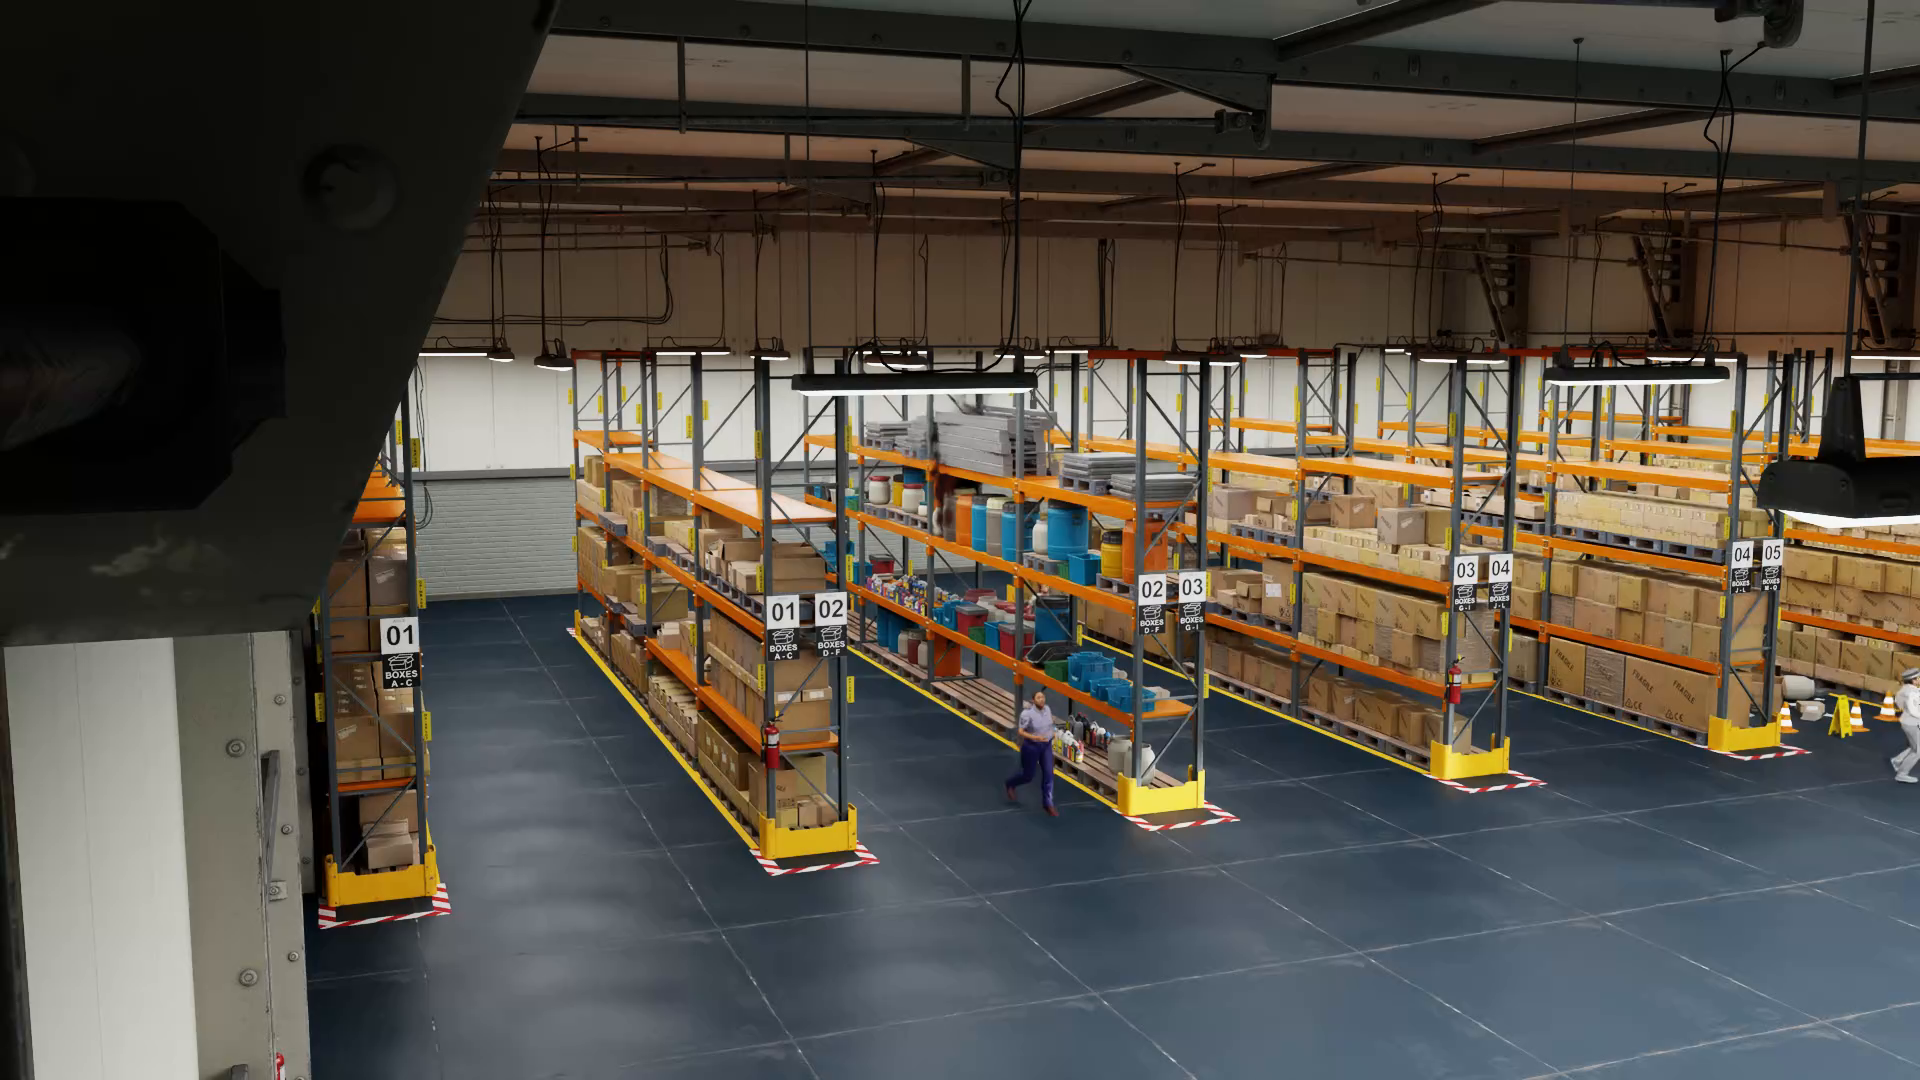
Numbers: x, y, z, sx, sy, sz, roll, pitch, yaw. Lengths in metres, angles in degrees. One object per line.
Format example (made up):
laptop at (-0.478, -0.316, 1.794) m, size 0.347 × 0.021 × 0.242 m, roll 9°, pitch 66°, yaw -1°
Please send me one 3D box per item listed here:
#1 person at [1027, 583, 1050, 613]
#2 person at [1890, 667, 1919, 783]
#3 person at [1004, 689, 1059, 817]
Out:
person at (1.597, 1.580, 31.805) m, size 0.550 × 1.620 × 0.593 m, roll -5°, pitch 8°, yaw -32°
person at (13.480, 2.599, 23.433) m, size 0.531 × 1.652 × 0.606 m, roll 3°, pitch 8°, yaw 21°
person at (1.001, 2.792, 22.111) m, size 0.615 × 1.645 × 0.914 m, roll -4°, pitch 8°, yaw -32°
